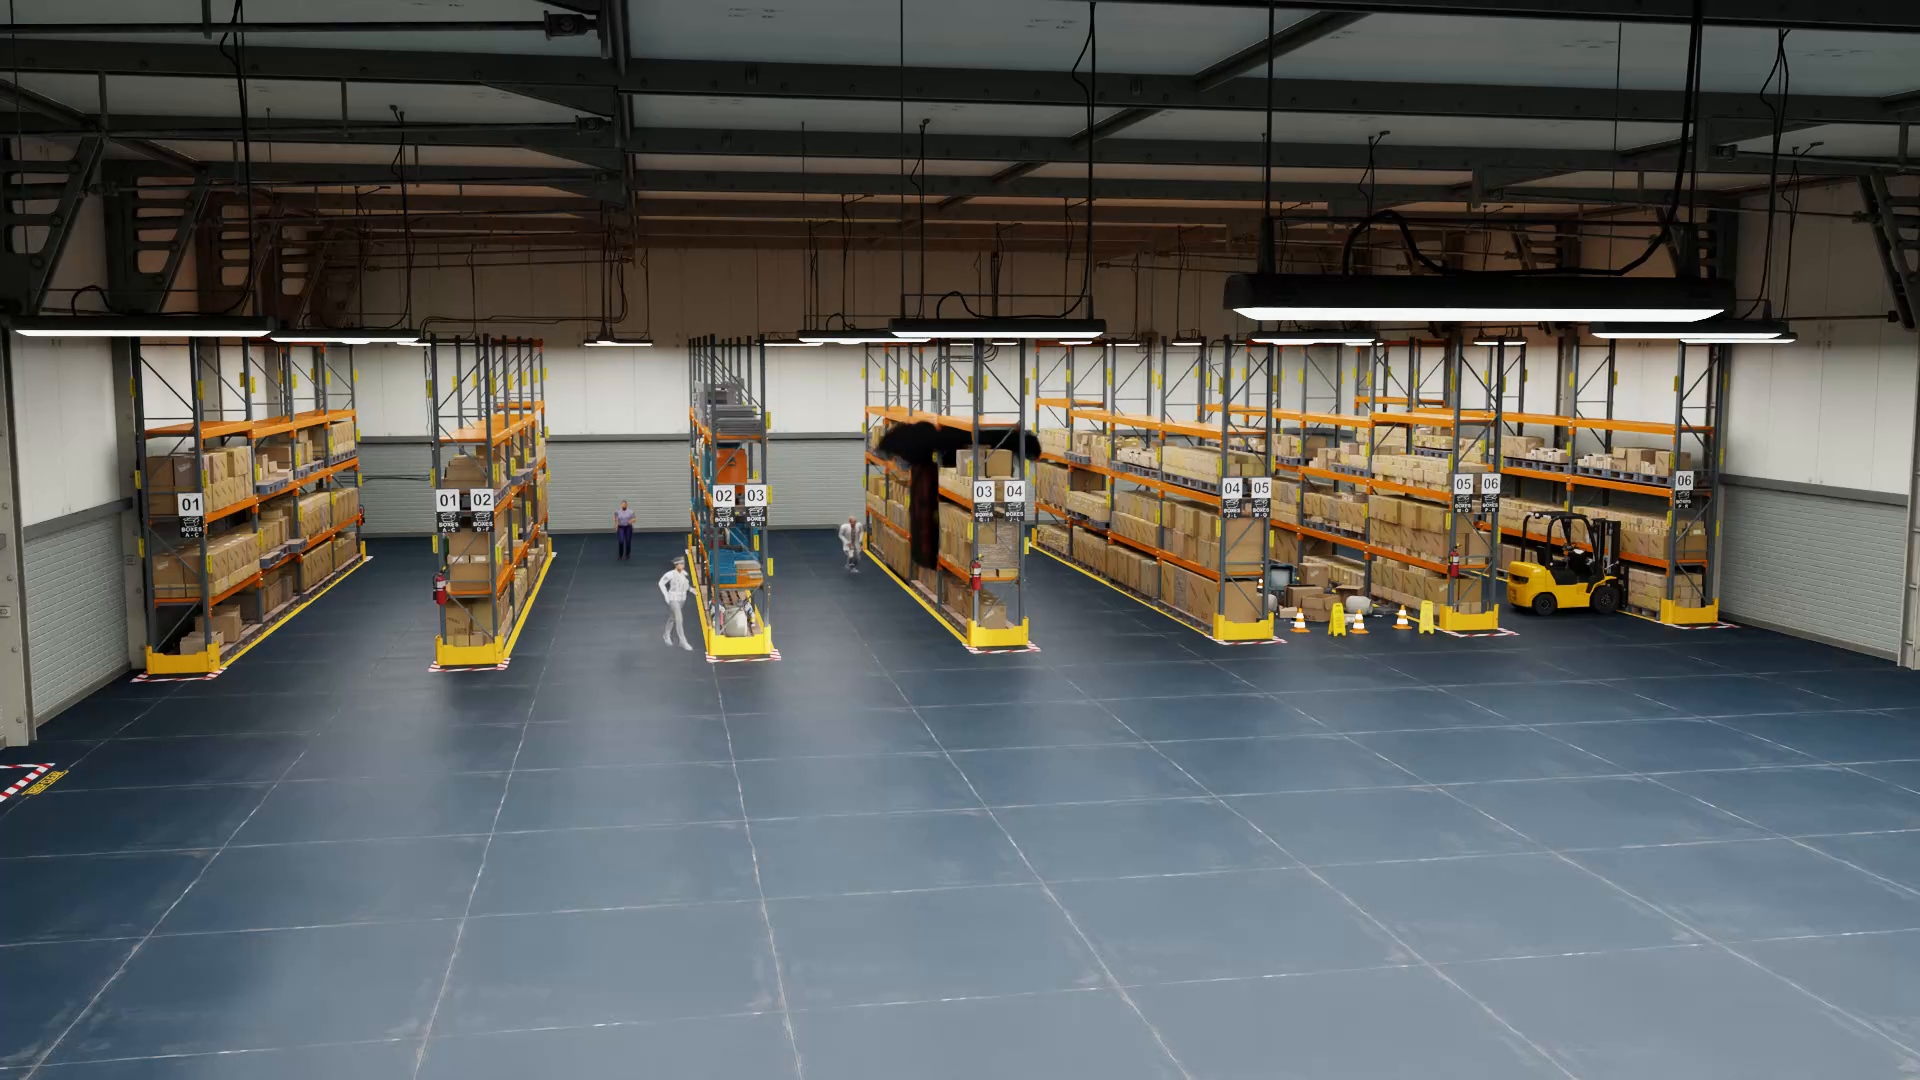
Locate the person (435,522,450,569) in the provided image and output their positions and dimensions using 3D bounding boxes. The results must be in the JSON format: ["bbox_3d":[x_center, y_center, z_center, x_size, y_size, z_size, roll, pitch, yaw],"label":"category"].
[{"bbox_3d":[-13.310,-0.055,43.271,0.681,1.671,0.769,-2,7,-20],"label":"person"}]

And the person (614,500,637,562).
[{"bbox_3d":[-9.067,-0.239,45.062,0.606,1.684,0.718,-1,7,-11],"label":"person"}]

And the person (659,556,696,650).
[{"bbox_3d":[-5.225,1.134,30.597,0.887,1.700,0.583,5,8,38],"label":"person"}]

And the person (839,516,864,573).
[{"bbox_3d":[-2.757,0.175,41.852,0.677,1.410,0.950,-3,7,-25],"label":"person"}]
